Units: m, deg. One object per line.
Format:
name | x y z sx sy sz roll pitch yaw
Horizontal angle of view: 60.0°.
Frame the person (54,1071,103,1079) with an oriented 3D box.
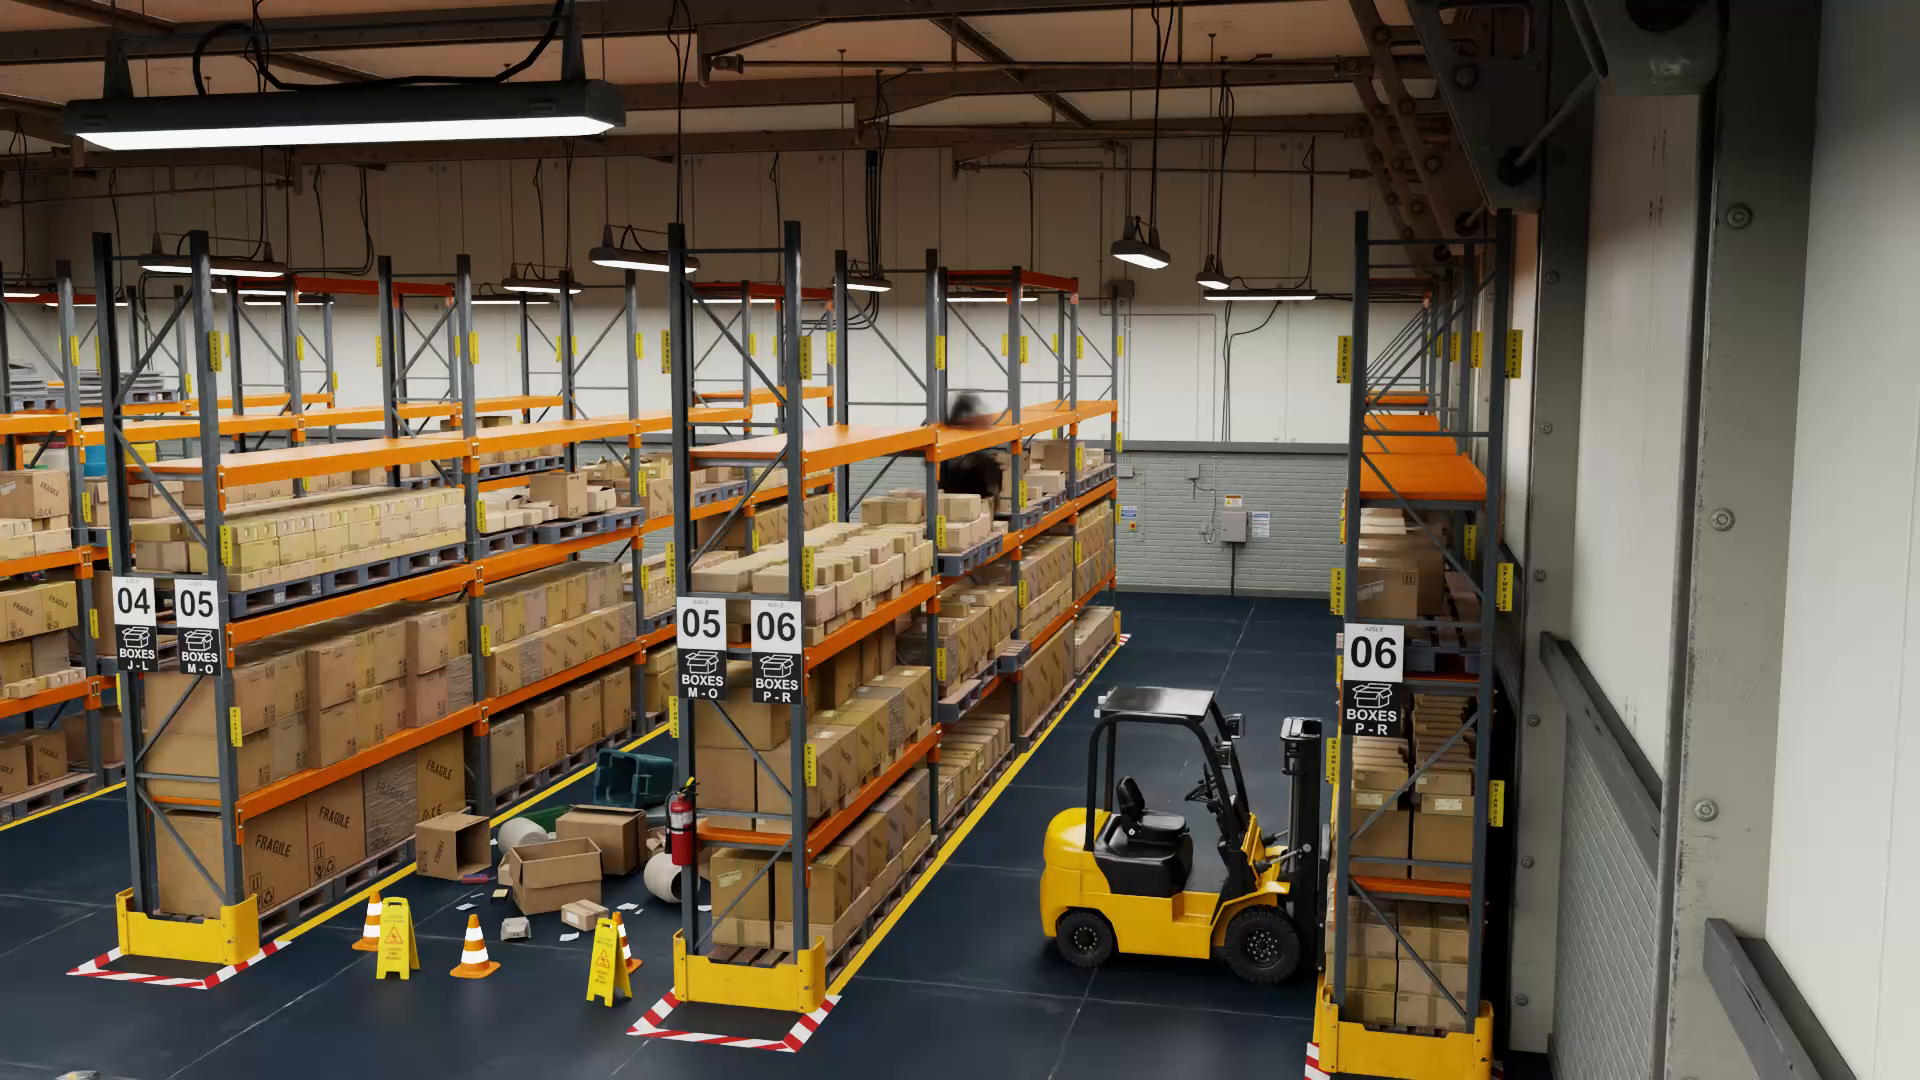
person | -4.191 3.358 7.911 0.633 1.792 1.114 -3 8 -26
